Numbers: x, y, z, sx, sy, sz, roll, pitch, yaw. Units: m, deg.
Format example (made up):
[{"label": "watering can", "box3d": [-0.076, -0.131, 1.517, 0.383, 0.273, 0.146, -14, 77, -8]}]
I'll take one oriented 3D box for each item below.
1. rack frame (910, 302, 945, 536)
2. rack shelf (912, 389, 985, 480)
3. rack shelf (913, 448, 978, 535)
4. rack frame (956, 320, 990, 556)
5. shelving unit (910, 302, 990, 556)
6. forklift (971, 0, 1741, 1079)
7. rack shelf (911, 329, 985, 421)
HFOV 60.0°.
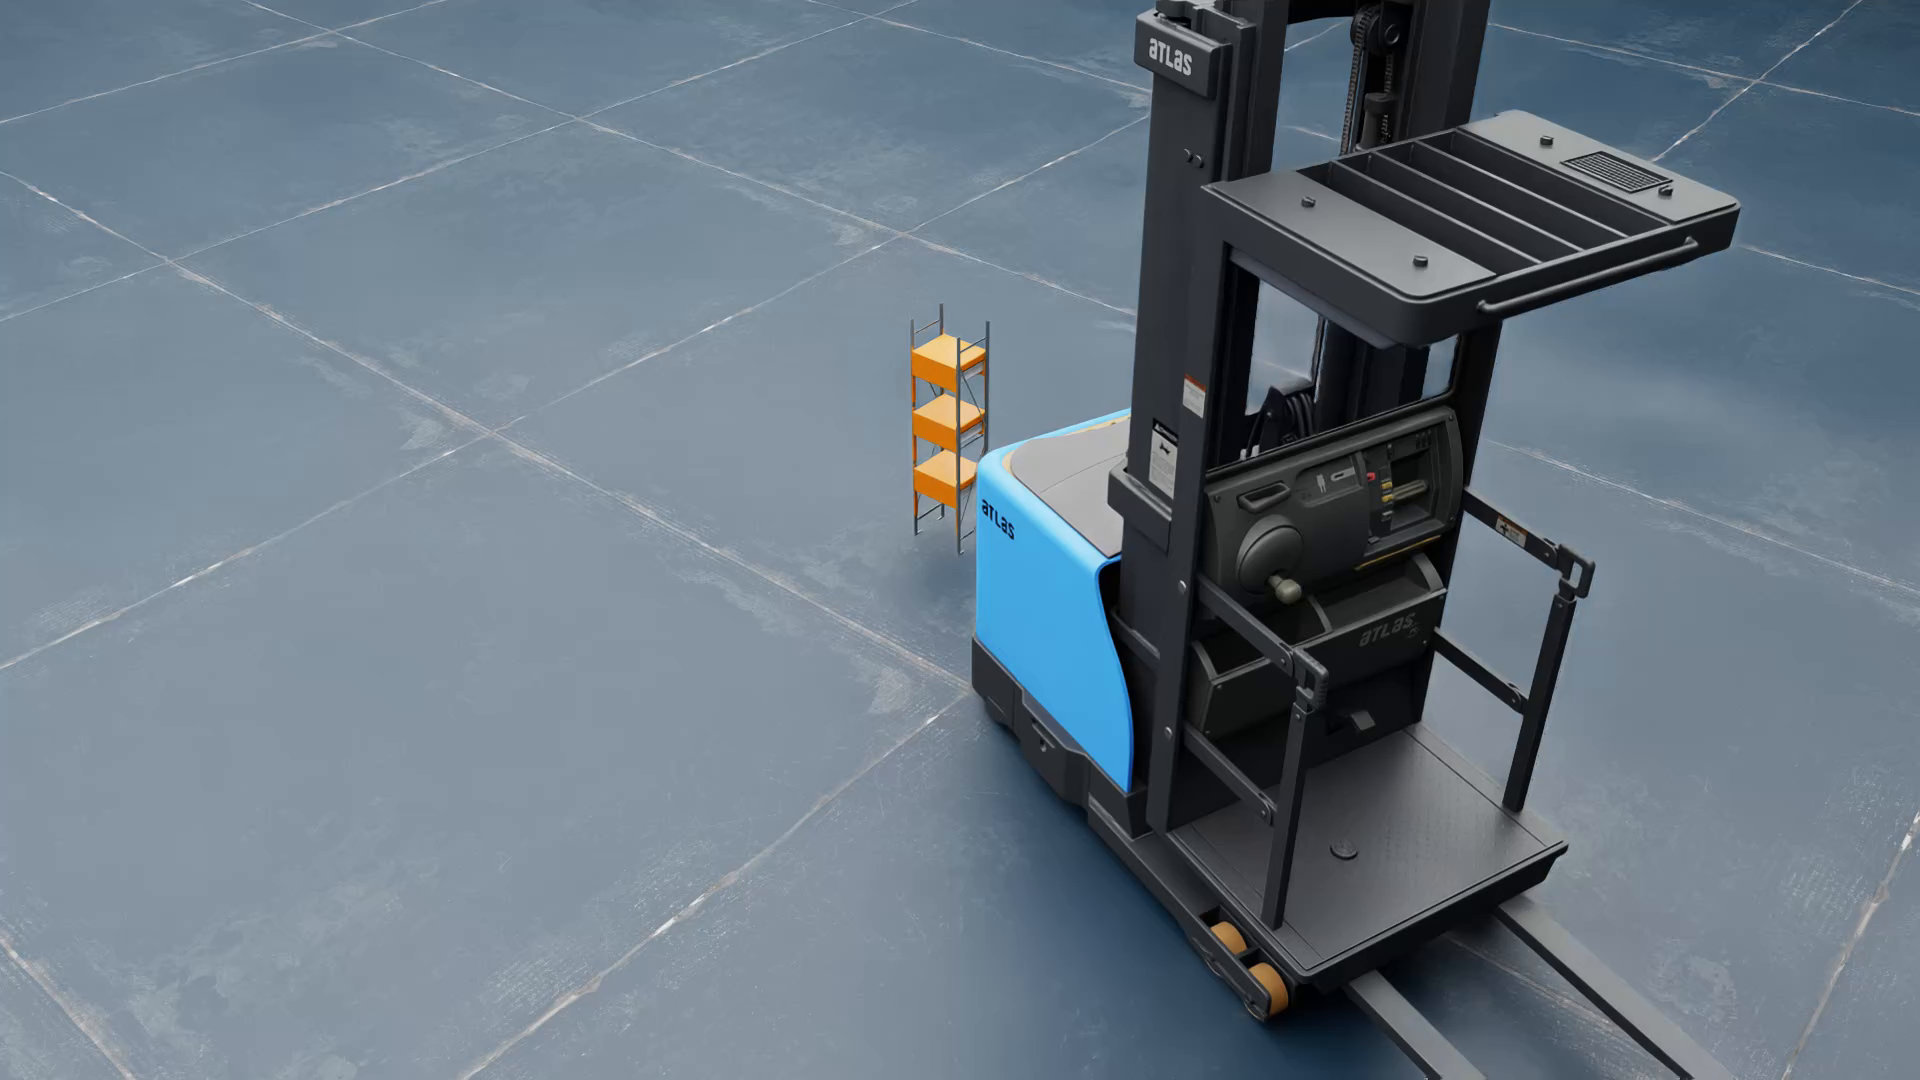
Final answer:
[{"label": "rack frame", "box3d": [-0.135, -0.496, 7.045, 0.008, 1.050, 0.200, 25, 42, 32]}, {"label": "rack shelf", "box3d": [-0.041, -0.443, 6.987, 0.240, 0.259, 0.215, 25, 42, 32]}, {"label": "rack shelf", "box3d": [-0.041, -0.214, 7.144, 0.240, 0.259, 0.215, 25, 42, 32]}, {"label": "rack frame", "box3d": [0.053, -0.408, 6.917, 0.008, 1.050, 0.200, 25, 42, 32]}, {"label": "shelving unit", "box3d": [-0.041, -0.452, 6.981, 0.252, 1.050, 0.215, 25, 42, 32]}, {"label": "forklift", "box3d": [1.220, -0.040, 4.719, 1.130, 2.935, 3.031, -18, 38, -25]}, {"label": "rack shelf", "box3d": [-0.041, -0.677, 6.826, 0.240, 0.259, 0.215, 25, 42, 32]}]
